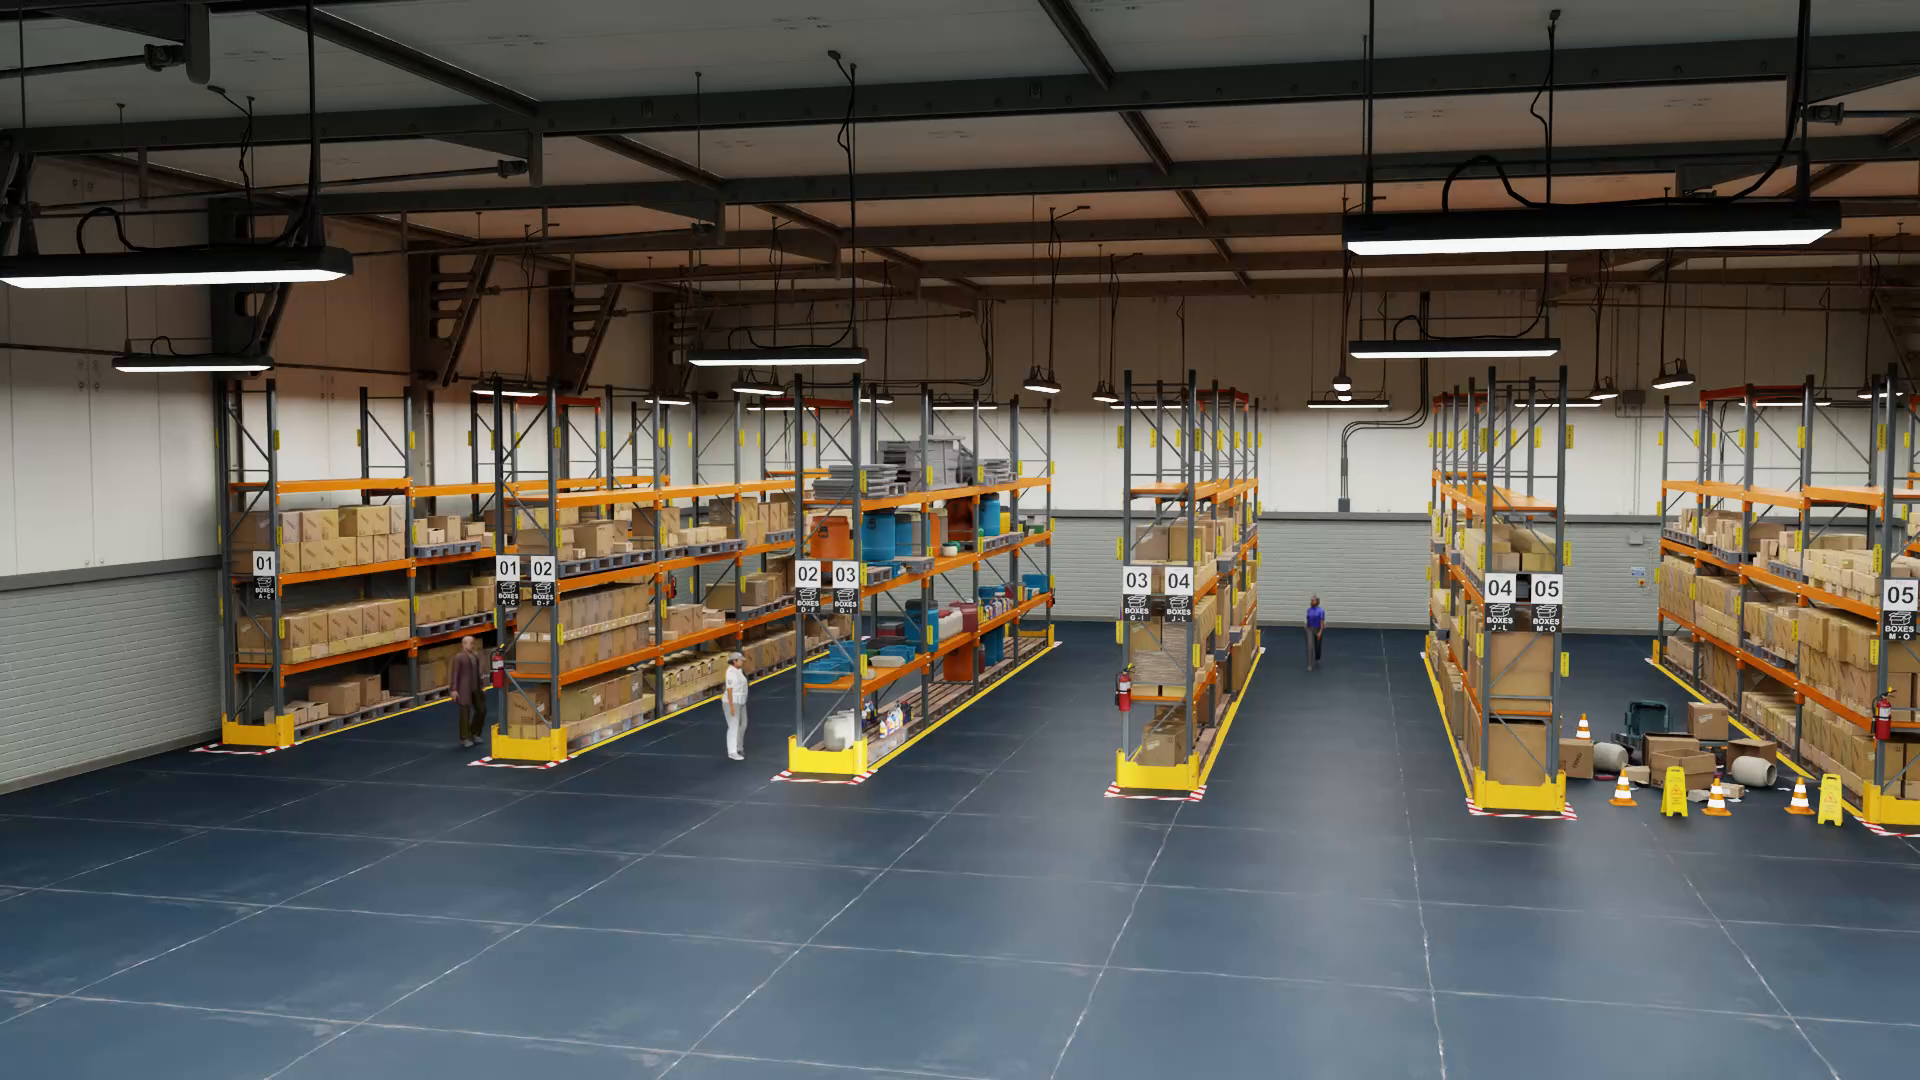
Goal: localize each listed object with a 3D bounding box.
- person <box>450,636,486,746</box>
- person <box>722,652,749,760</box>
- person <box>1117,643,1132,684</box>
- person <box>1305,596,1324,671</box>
[{"bbox_3d":[-8.081,2.594,27.379,0.442,1.614,0.682,2,4,29],"label":"person"},{"bbox_3d":[-3.554,2.641,26.272,0.400,1.749,0.563,1,3,9],"label":"person"},{"bbox_3d":[3.451,2.073,34.041,0.470,1.769,0.626,1,4,20],"label":"person"},{"bbox_3d":[7.729,2.017,36.274,0.416,1.603,0.931,1,3,8],"label":"person"}]
